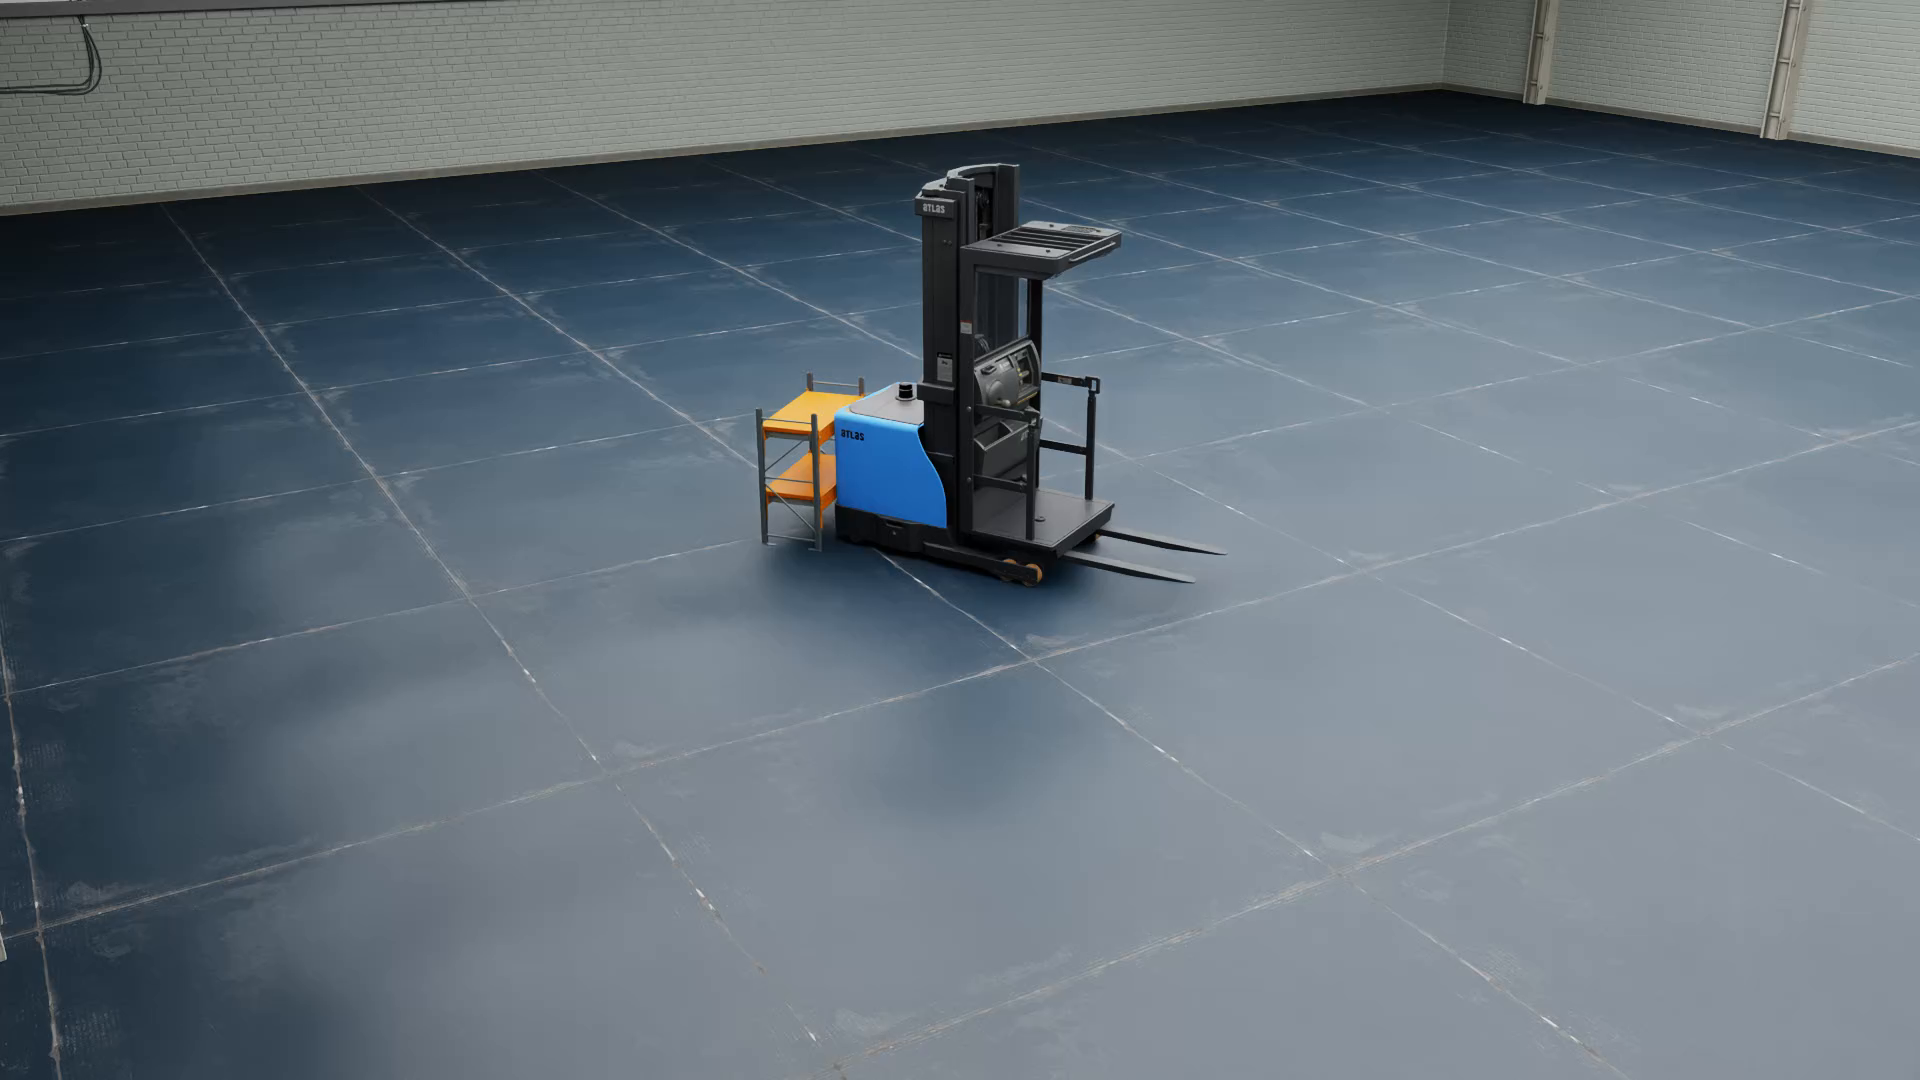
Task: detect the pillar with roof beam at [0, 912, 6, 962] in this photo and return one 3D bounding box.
[{"bbox_3d":[-1.231,-2.964,8.619,9.100,9.000,0.400,-13,25,-28],"label":"pillar with roof beam"}]

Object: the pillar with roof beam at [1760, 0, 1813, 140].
[{"bbox_3d":[12.318,-11.251,29.008,9.100,9.000,0.400,-13,25,-28],"label":"pillar with roof beam"}]

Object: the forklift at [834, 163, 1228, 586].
[{"bbox_3d":[0.539,-1.240,12.436,3.031,2.935,1.130,12,25,28],"label":"forklift"}]

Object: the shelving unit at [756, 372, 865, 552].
[{"bbox_3d":[-1.173,-0.647,13.375,0.538,1.125,1.048,7,23,16],"label":"shelving unit"}]

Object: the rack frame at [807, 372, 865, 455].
[{"bbox_3d":[-1.018,-0.829,13.824,0.500,1.125,0.032,7,23,16],"label":"rack frame"}]

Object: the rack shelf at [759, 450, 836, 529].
[{"bbox_3d":[-1.173,-0.420,13.467,0.538,0.278,1.000,7,23,16],"label":"rack shelf"}]

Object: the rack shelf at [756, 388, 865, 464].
[{"bbox_3d":[-1.173,-0.918,13.265,0.538,0.278,1.000,7,23,16],"label":"rack shelf"}]

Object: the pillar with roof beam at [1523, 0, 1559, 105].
[{"bbox_3d":[9.253,-13.193,33.787,9.100,9.000,0.400,-13,25,-28],"label":"pillar with roof beam"}]

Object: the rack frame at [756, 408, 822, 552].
[{"bbox_3d":[-1.328,-0.464,12.927,0.500,1.125,0.032,7,23,16],"label":"rack frame"}]

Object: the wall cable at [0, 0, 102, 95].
[{"bbox_3d":[-14.495,-7.732,24.474,3.097,2.526,0.112,-13,25,-28],"label":"wall cable"}]
